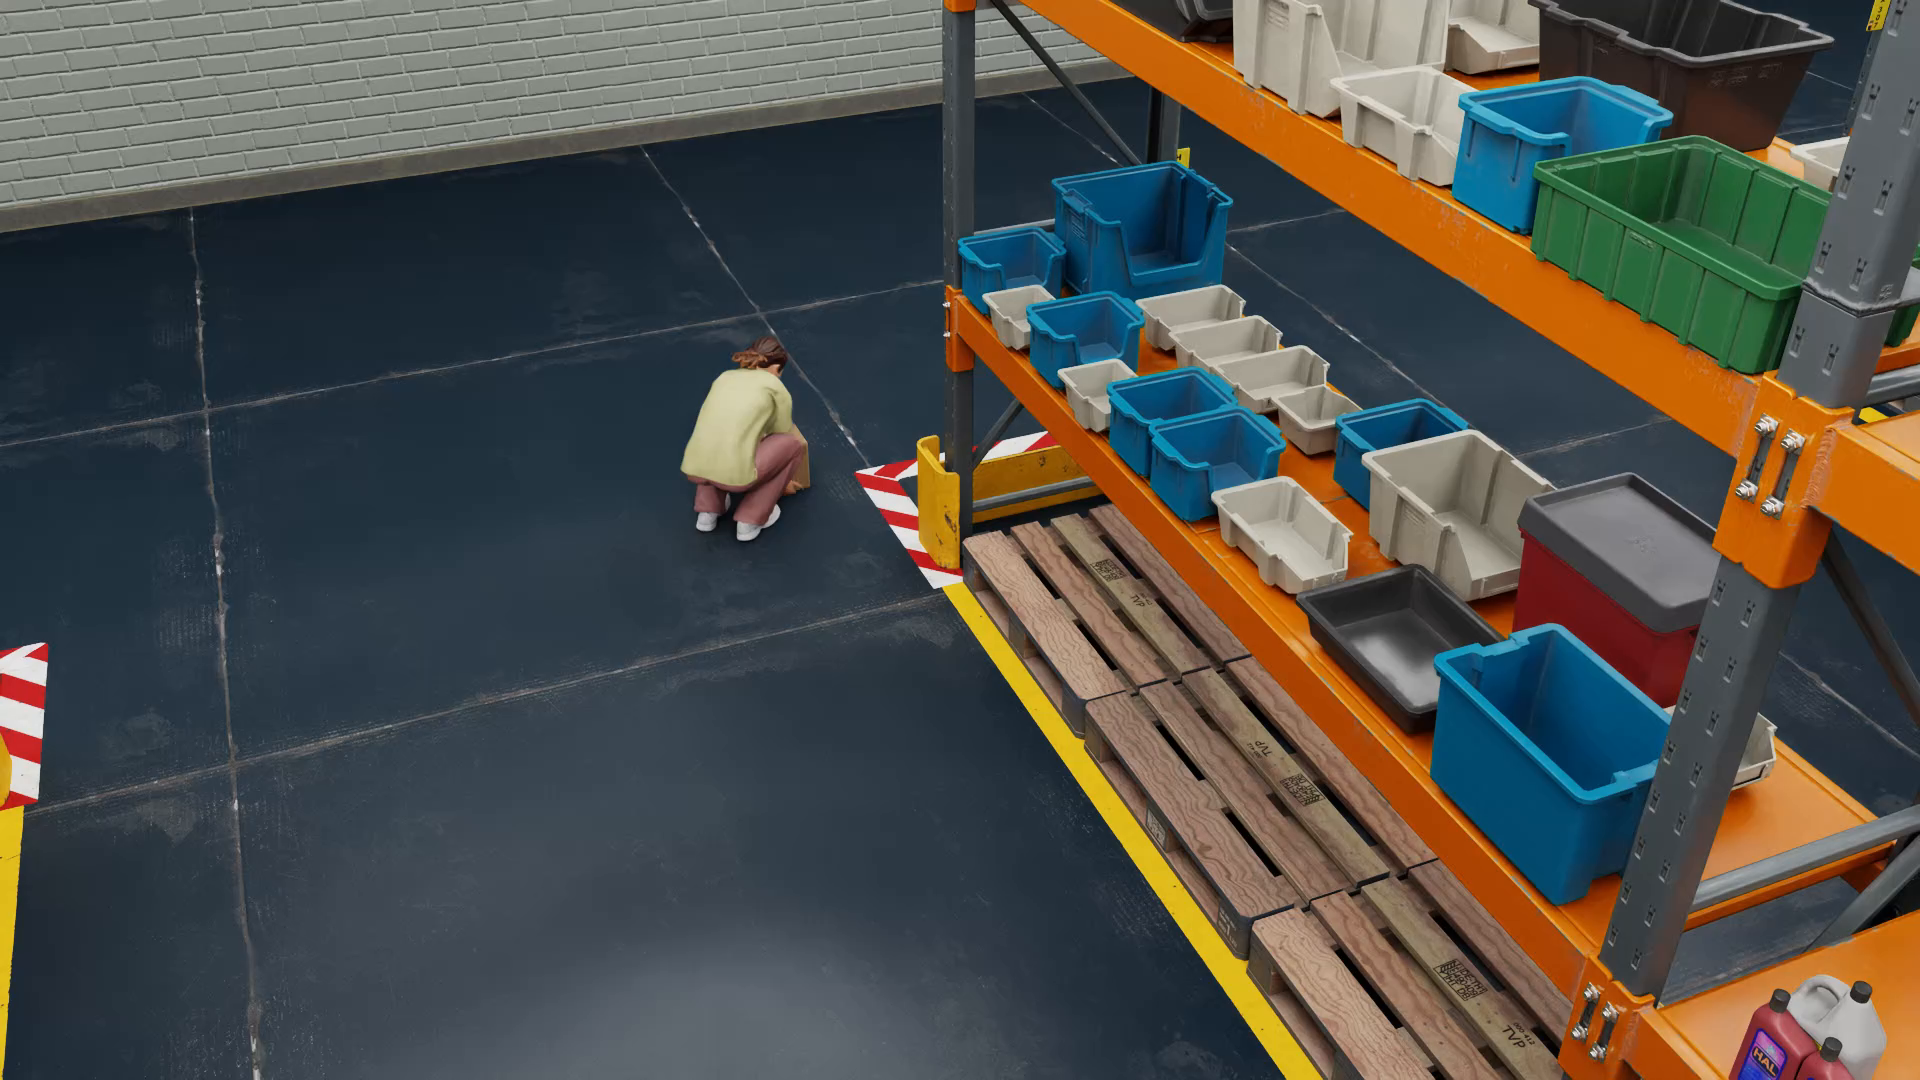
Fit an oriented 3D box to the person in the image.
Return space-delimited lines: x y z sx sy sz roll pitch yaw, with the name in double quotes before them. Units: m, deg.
"person" -0.991 -0.450 7.724 0.476 0.805 0.832 13 36 18
